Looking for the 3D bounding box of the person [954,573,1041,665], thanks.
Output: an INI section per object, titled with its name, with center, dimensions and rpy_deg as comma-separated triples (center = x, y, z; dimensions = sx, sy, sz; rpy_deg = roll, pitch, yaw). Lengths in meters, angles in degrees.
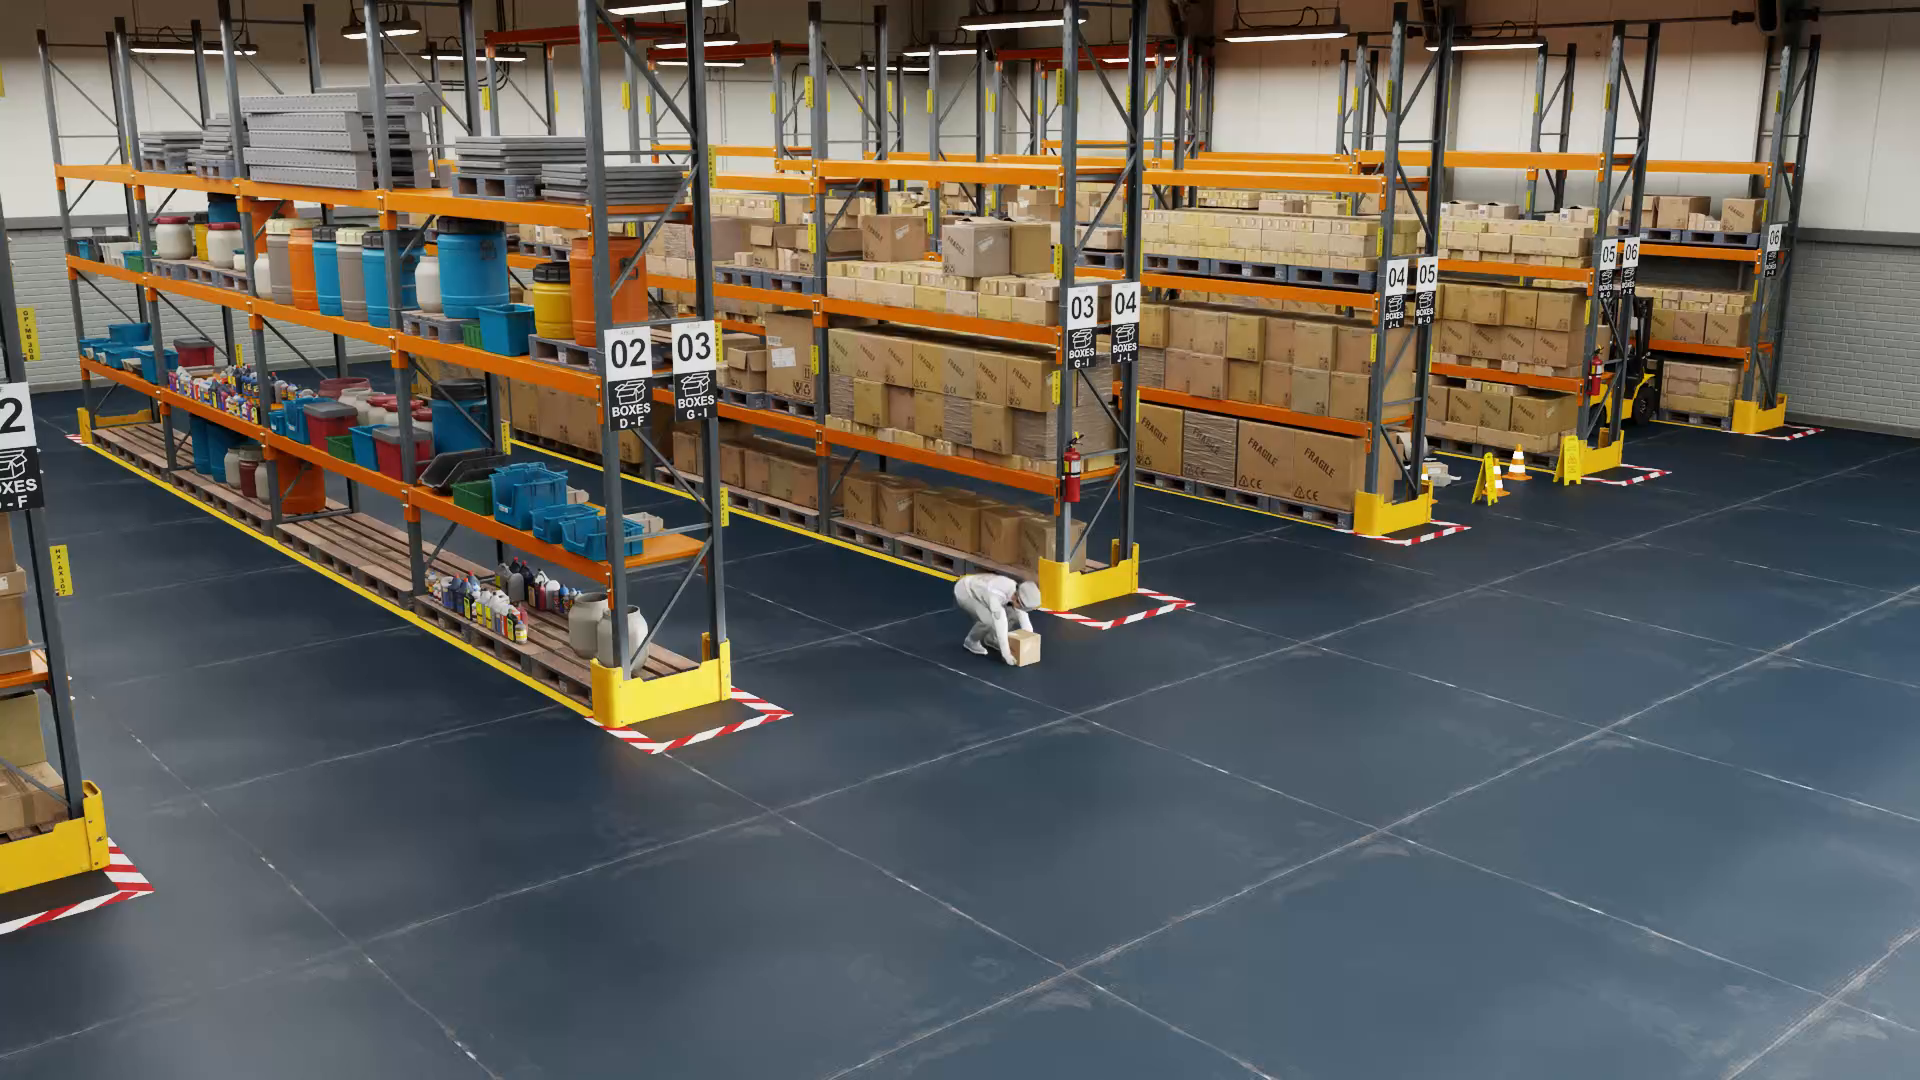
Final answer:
[person]
center = 0.347, 0.686, 15.196
dimensions = 0.448, 0.761, 0.914
rpy_deg = -13, 19, -41
